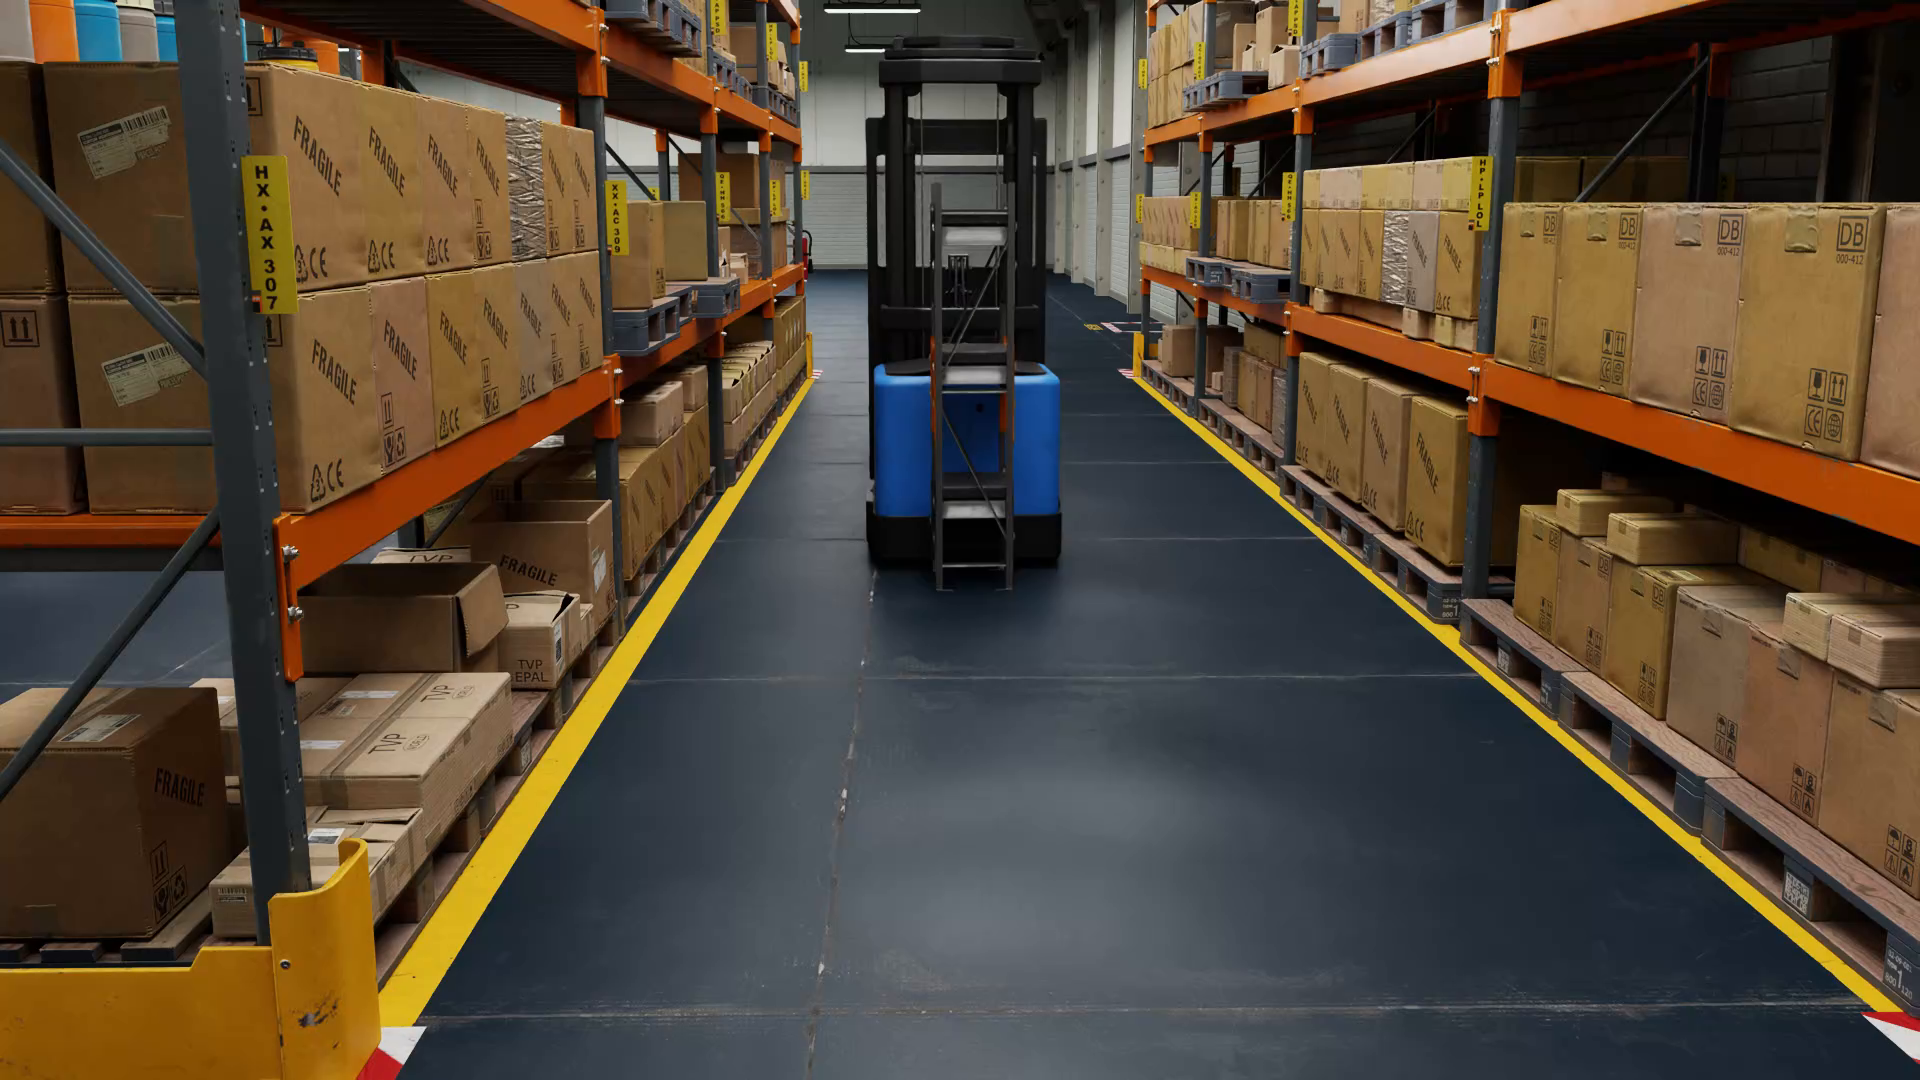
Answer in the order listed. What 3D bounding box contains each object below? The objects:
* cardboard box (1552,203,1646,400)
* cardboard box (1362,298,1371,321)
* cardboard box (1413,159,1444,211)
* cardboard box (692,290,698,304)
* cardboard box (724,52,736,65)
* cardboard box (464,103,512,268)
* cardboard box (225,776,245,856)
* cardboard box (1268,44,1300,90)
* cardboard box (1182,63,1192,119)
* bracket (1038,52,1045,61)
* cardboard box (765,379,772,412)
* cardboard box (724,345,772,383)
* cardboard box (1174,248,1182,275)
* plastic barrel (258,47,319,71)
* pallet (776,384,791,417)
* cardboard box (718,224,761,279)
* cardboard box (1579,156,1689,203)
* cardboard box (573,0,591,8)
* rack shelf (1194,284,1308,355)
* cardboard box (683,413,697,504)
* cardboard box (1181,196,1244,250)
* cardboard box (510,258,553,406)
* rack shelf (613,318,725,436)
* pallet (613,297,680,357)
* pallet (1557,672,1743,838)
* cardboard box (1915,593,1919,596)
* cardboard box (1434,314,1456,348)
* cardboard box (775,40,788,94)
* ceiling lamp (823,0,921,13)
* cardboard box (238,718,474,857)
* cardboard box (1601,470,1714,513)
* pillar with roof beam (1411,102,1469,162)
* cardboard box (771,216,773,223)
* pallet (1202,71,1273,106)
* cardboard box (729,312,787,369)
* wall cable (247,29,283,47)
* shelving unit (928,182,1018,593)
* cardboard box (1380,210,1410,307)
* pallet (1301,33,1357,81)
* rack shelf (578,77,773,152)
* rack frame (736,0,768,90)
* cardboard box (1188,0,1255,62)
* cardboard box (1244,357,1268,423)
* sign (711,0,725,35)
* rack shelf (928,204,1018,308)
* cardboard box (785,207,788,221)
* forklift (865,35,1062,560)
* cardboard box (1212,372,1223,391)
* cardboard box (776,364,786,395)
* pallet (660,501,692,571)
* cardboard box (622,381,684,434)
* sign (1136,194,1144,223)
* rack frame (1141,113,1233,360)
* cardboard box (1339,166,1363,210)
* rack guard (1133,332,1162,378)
[{"bbox_3d":[2.883,-0.922,6.304,0.980,0.700,0.700,-1,11,-3],"label":"cardboard box"},{"bbox_3d":[2.626,-1.387,9.935,0.380,0.149,0.250,0,11,0],"label":"cardboard box"},{"bbox_3d":[2.612,-1.793,8.418,0.500,0.250,0.500,0,11,0],"label":"cardboard box"},{"bbox_3d":[-2.120,-1.831,11.762,0.500,0.311,0.500,0,11,2],"label":"cardboard box"},{"bbox_3d":[-2.236,-4.077,14.386,0.500,0.250,0.500,1,12,5],"label":"cardboard box"},{"bbox_3d":[-1.772,-1.144,5.388,0.500,0.500,0.500,0,11,-2],"label":"cardboard box"},{"bbox_3d":[-2.167,0.773,4.722,0.380,0.166,0.250,0,11,-1],"label":"cardboard box"},{"bbox_3d":[2.511,-3.401,11.909,0.500,0.311,0.500,0,11,-1],"label":"cardboard box"},{"bbox_3d":[2.458,-4.347,16.095,0.500,0.500,0.500,-1,12,-6],"label":"cardboard box"},{"bbox_3d":[2.478,-14.497,49.832,0.235,0.232,0.430,0,11,-1],"label":"bracket"},{"bbox_3d":[-1.932,-1.273,14.651,0.500,0.250,0.500,0,11,-2],"label":"cardboard box"},{"bbox_3d":[-1.927,-1.547,14.590,0.500,0.311,0.500,0,11,0],"label":"cardboard box"},{"bbox_3d":[2.398,-2.746,16.378,0.500,0.250,0.500,0,11,-1],"label":"cardboard box"},{"bbox_3d":[-7.124,-4.914,17.665,0.600,0.588,0.600,0,11,0],"label":"plastic barrel"},{"bbox_3d":[-2.214,-1.389,16.373,1.003,0.211,1.213,0,11,-1],"label":"pallet"},{"bbox_3d":[-2.255,-2.734,15.740,0.700,0.500,0.500,-1,11,-3],"label":"cardboard box"},{"bbox_3d":[3.130,-1.692,7.921,0.500,0.250,0.500,0,11,1],"label":"cardboard box"},{"bbox_3d":[-1.798,-2.308,6.722,0.500,0.250,0.500,0,11,-1],"label":"cardboard box"},{"bbox_3d":[2.755,-1.868,13.531,1.077,0.370,4.000,0,11,-1],"label":"rack shelf"},{"bbox_3d":[-1.892,-0.505,10.182,0.500,0.500,0.500,-1,11,-3],"label":"cardboard box"},{"bbox_3d":[2.394,-3.015,15.815,0.500,0.500,0.500,0,11,-1],"label":"cardboard box"},{"bbox_3d":[-1.782,-0.753,5.974,0.500,0.500,0.500,0,11,0],"label":"cardboard box"},{"bbox_3d":[-2.115,-1.052,9.508,1.077,0.370,4.000,0,11,-1],"label":"rack shelf"},{"bbox_3d":[-1.981,-1.072,8.281,1.003,0.211,1.213,0,11,-1],"label":"pallet"},{"bbox_3d":[2.844,0.733,5.913,1.003,0.211,1.213,0,11,-1],"label":"pallet"},{"bbox_3d":[3.038,0.253,4.865,0.380,0.149,0.250,0,11,-1],"label":"cardboard box"},{"bbox_3d":[2.560,-1.031,8.176,0.380,0.149,0.250,0,11,0],"label":"cardboard box"},{"bbox_3d":[-2.147,-4.720,16.567,0.797,0.503,0.637,1,12,5],"label":"cardboard box"},{"bbox_3d":[-1.801,-12.442,34.075,2.000,3.185,0.800,0,11,-1],"label":"ceiling lamp"},{"bbox_3d":[-1.729,0.712,4.815,0.500,0.250,0.500,0,11,-1],"label":"cardboard box"},{"bbox_3d":[2.987,-0.207,7.134,0.380,0.149,0.250,0,11,-1],"label":"cardboard box"},{"bbox_3d":[-0.670,-5.007,12.108,9.100,9.000,0.400,0,11,-1],"label":"pillar with roof beam"},{"bbox_3d":[-2.082,-3.274,16.771,0.380,0.149,0.250,-1,11,-3],"label":"cardboard box"},{"bbox_3d":[2.644,-3.667,13.516,1.213,0.211,1.003,0,11,-1],"label":"pallet"},{"bbox_3d":[-1.936,-1.916,15.933,0.500,0.500,0.500,0,11,-1],"label":"cardboard box"},{"bbox_3d":[-21.543,-15.849,49.216,3.097,2.526,0.112,0,11,-1],"label":"wall cable"},{"bbox_3d":[0.061,-0.805,8.748,0.431,2.100,0.503,-1,11,-3],"label":"shelving unit"},{"bbox_3d":[2.595,-1.524,8.978,0.500,0.500,0.500,0,11,-1],"label":"cardboard box"},{"bbox_3d":[2.862,-3.073,10.591,1.213,0.211,1.003,0,11,1],"label":"pallet"},{"bbox_3d":[-2.198,-3.317,13.129,1.077,0.370,4.000,0,11,-1],"label":"rack shelf"},{"bbox_3d":[-2.239,-5.537,14.719,1.000,3.000,0.127,0,11,-1],"label":"rack frame"},{"bbox_3d":[2.432,-4.735,15.495,0.500,0.500,0.500,-1,12,-6],"label":"cardboard box"},{"bbox_3d":[2.776,-1.258,13.897,0.700,0.500,0.500,0,11,-1],"label":"cardboard box"},{"bbox_3d":[-1.614,-3.527,11.055,0.100,0.325,0.005,0,11,-1],"label":"sign"},{"bbox_3d":[0.061,-1.478,8.611,0.431,0.518,0.480,-1,11,-3],"label":"rack shelf"},{"bbox_3d":[-2.117,-3.632,18.533,0.380,0.149,0.250,0,11,0],"label":"cardboard box"},{"bbox_3d":[-0.036,-1.565,10.401,1.130,2.935,3.031,-1,11,-3],"label":"forklift"},{"bbox_3d":[2.672,-1.551,16.181,0.380,0.166,0.250,-2,12,-9],"label":"cardboard box"},{"bbox_3d":[-1.946,-1.549,16.007,0.500,0.250,0.500,0,11,-1],"label":"cardboard box"},{"bbox_3d":[-2.157,-0.045,9.748,1.003,0.211,1.213,0,11,-1],"label":"pallet"},{"bbox_3d":[-1.872,-0.760,9.557,0.500,0.250,0.500,0,11,-2],"label":"cardboard box"},{"bbox_3d":[2.088,-3.835,19.241,0.100,0.325,0.005,0,11,-1],"label":"sign"},{"bbox_3d":[2.631,-3.413,19.338,1.000,3.000,0.127,0,11,-1],"label":"rack frame"},{"bbox_3d":[2.574,-2.097,9.917,0.500,0.250,0.500,0,11,-1],"label":"cardboard box"},{"bbox_3d":[2.632,-2.173,19.513,1.175,0.500,0.348,0,11,-1],"label":"rack guard"}]
